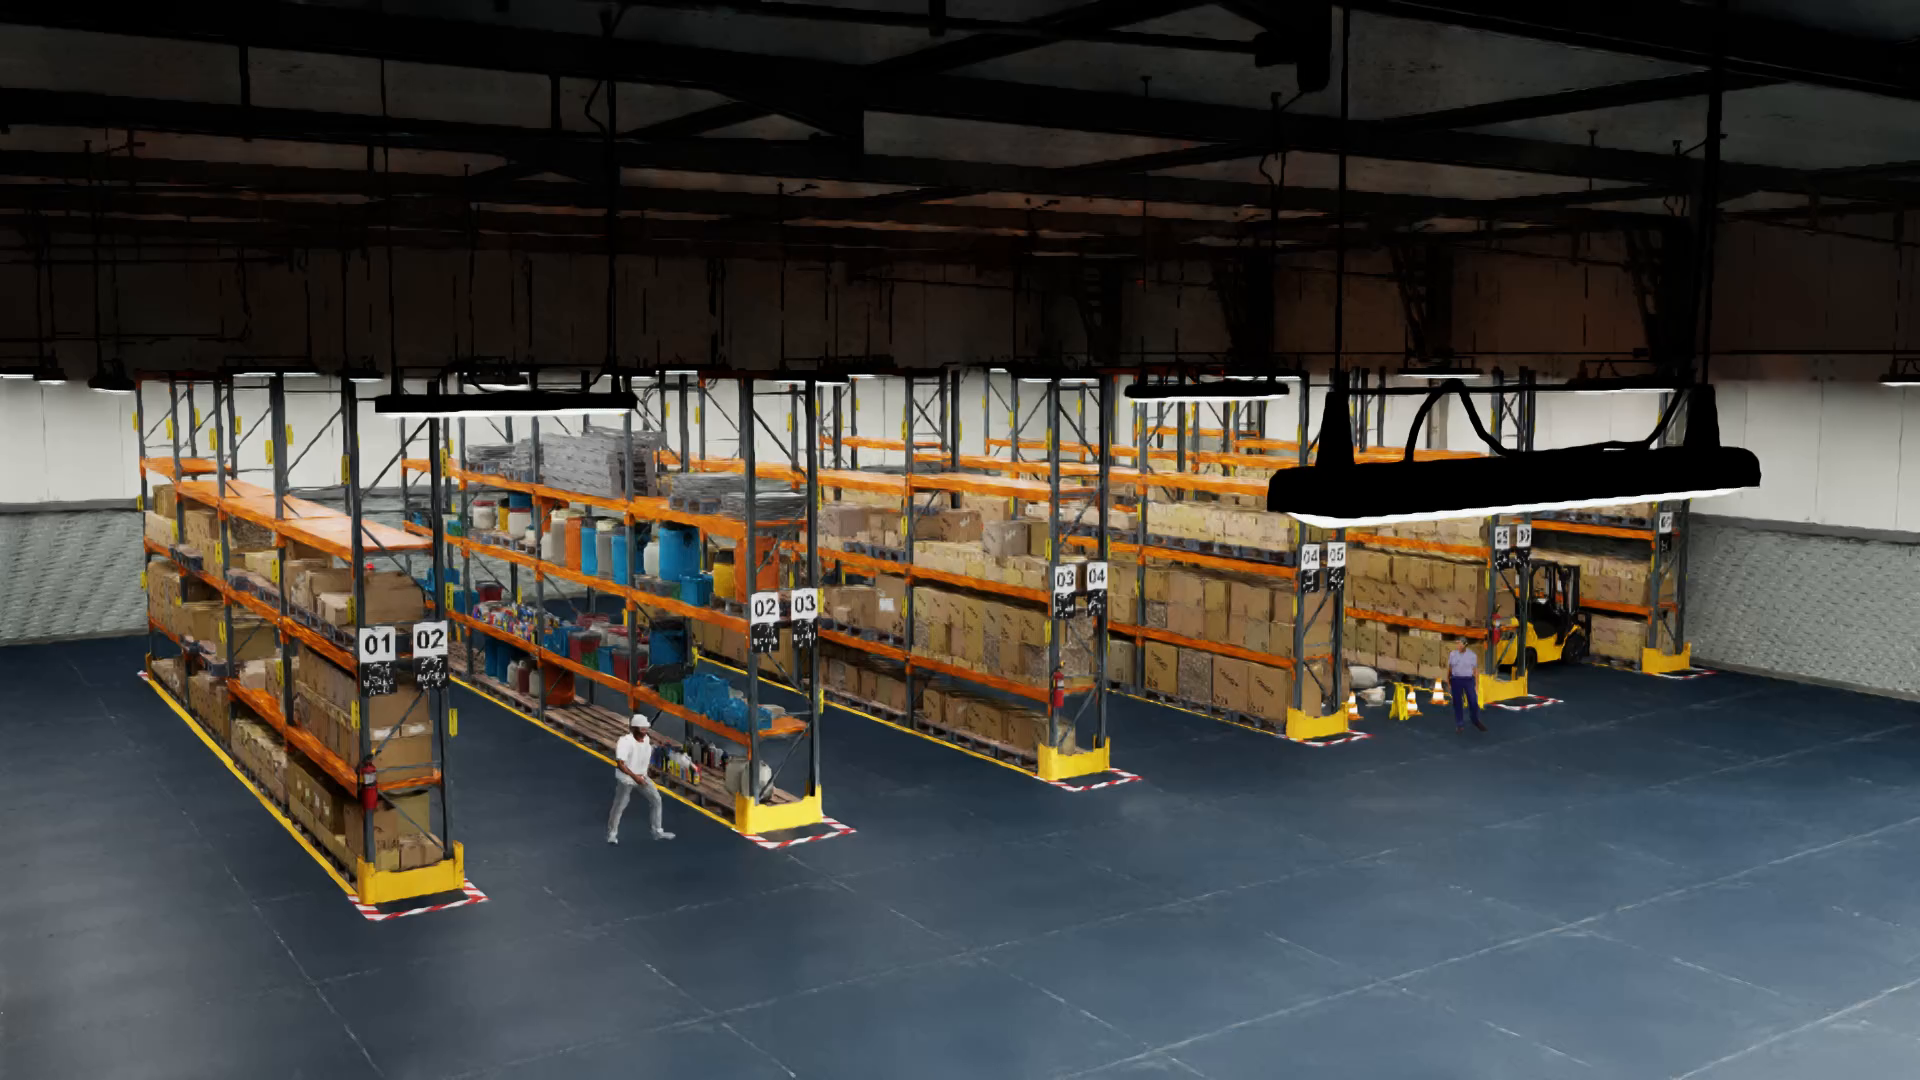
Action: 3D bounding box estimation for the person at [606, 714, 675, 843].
[{"bbox_3d":[-4.198,3.063,21.431,0.797,1.701,0.708,5,8,36],"label":"person"}]

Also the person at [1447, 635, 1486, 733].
[{"bbox_3d":[8.419,2.393,27.649,0.648,1.641,0.437,3,7,23],"label":"person"}]

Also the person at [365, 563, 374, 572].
[{"bbox_3d":[-12.960,1.343,36.670,0.596,1.735,0.987,-2,7,-13],"label":"person"}]

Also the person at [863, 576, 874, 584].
[{"bbox_3d":[-2.396,0.305,45.724,0.631,1.766,0.544,3,7,28],"label":"person"}]
